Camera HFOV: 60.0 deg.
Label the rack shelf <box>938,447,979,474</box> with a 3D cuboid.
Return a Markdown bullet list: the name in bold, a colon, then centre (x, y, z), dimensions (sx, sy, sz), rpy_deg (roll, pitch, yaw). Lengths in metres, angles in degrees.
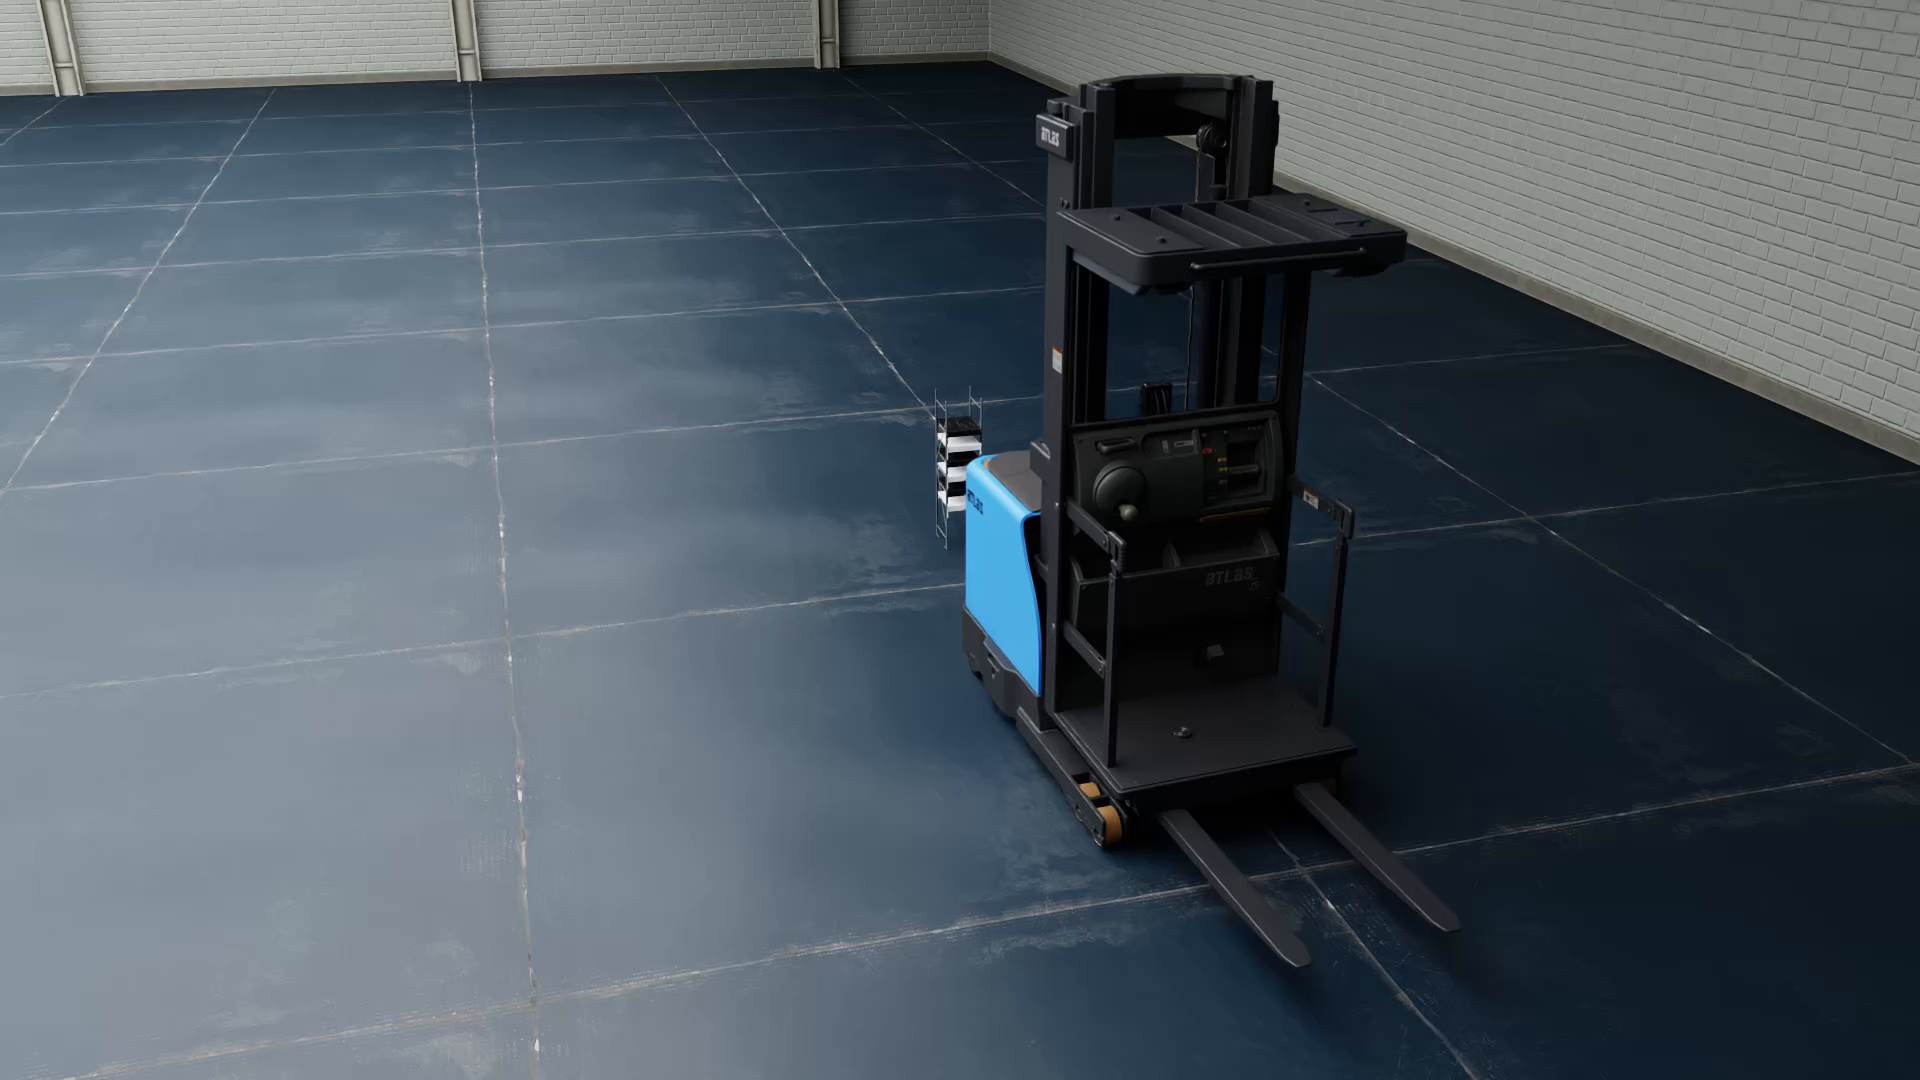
- **rack shelf**: centre (-0.008, -0.465, 9.548), dimensions (0.200, 0.077, 0.258), rpy_deg (-6, 24, -14)

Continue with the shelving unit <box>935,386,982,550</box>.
- **shelving unit**: centre (-0.008, -0.413, 9.571), dimensions (0.210, 0.900, 0.258), rpy_deg (-6, 24, -14)

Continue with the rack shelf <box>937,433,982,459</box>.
- **rack shelf**: centre (-0.008, -0.547, 9.513), dimensions (0.200, 0.077, 0.258), rpy_deg (-6, 24, -14)

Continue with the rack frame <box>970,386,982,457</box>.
- **rack frame**: centre (0.090, -0.424, 9.596), dimensions (0.006, 0.900, 0.240), rpy_deg (-6, 24, -14)

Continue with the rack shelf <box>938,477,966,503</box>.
- **rack shelf**: centre (-0.008, -0.299, 9.619), dimensions (0.200, 0.077, 0.258), rpy_deg (-6, 24, -14)

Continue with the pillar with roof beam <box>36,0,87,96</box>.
- **pillar with roof beam**: centre (-12.702, -9.453, 20.370), dimensions (0.400, 9.000, 9.100), rpy_deg (-6, 24, -14)

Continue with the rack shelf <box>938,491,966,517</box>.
- **rack shelf**: centre (-0.008, -0.217, 9.655), dimensions (0.200, 0.077, 0.258), rpy_deg (-6, 24, -14)

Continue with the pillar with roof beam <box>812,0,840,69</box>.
- **pillar with roof beam**: centre (-1.149, -10.732, 23.348), dimensions (0.400, 9.000, 9.100), rpy_deg (-6, 24, -14)

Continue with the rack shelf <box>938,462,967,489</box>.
- **rack shelf**: centre (-0.008, -0.382, 9.584), dimensions (0.200, 0.077, 0.258), rpy_deg (-6, 24, -14)

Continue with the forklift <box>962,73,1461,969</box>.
- **forklift**: centre (0.979, -0.272, 6.666), dimensions (1.130, 2.935, 3.031), rpy_deg (-8, 24, -18)

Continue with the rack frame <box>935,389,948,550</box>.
- **rack frame**: centre (-0.106, -0.402, 9.545), dimensions (0.006, 0.900, 0.240), rpy_deg (-6, 24, -14)

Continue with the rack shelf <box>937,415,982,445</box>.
- **rack shelf**: centre (-0.008, -0.630, 9.477), dimensions (0.200, 0.077, 0.258), rpy_deg (-6, 24, -14)

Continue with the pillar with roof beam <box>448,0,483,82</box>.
- **pillar with roof beam**: centre (-6.926, -10.092, 21.859), dimensions (0.400, 9.000, 9.100), rpy_deg (-6, 24, -14)
